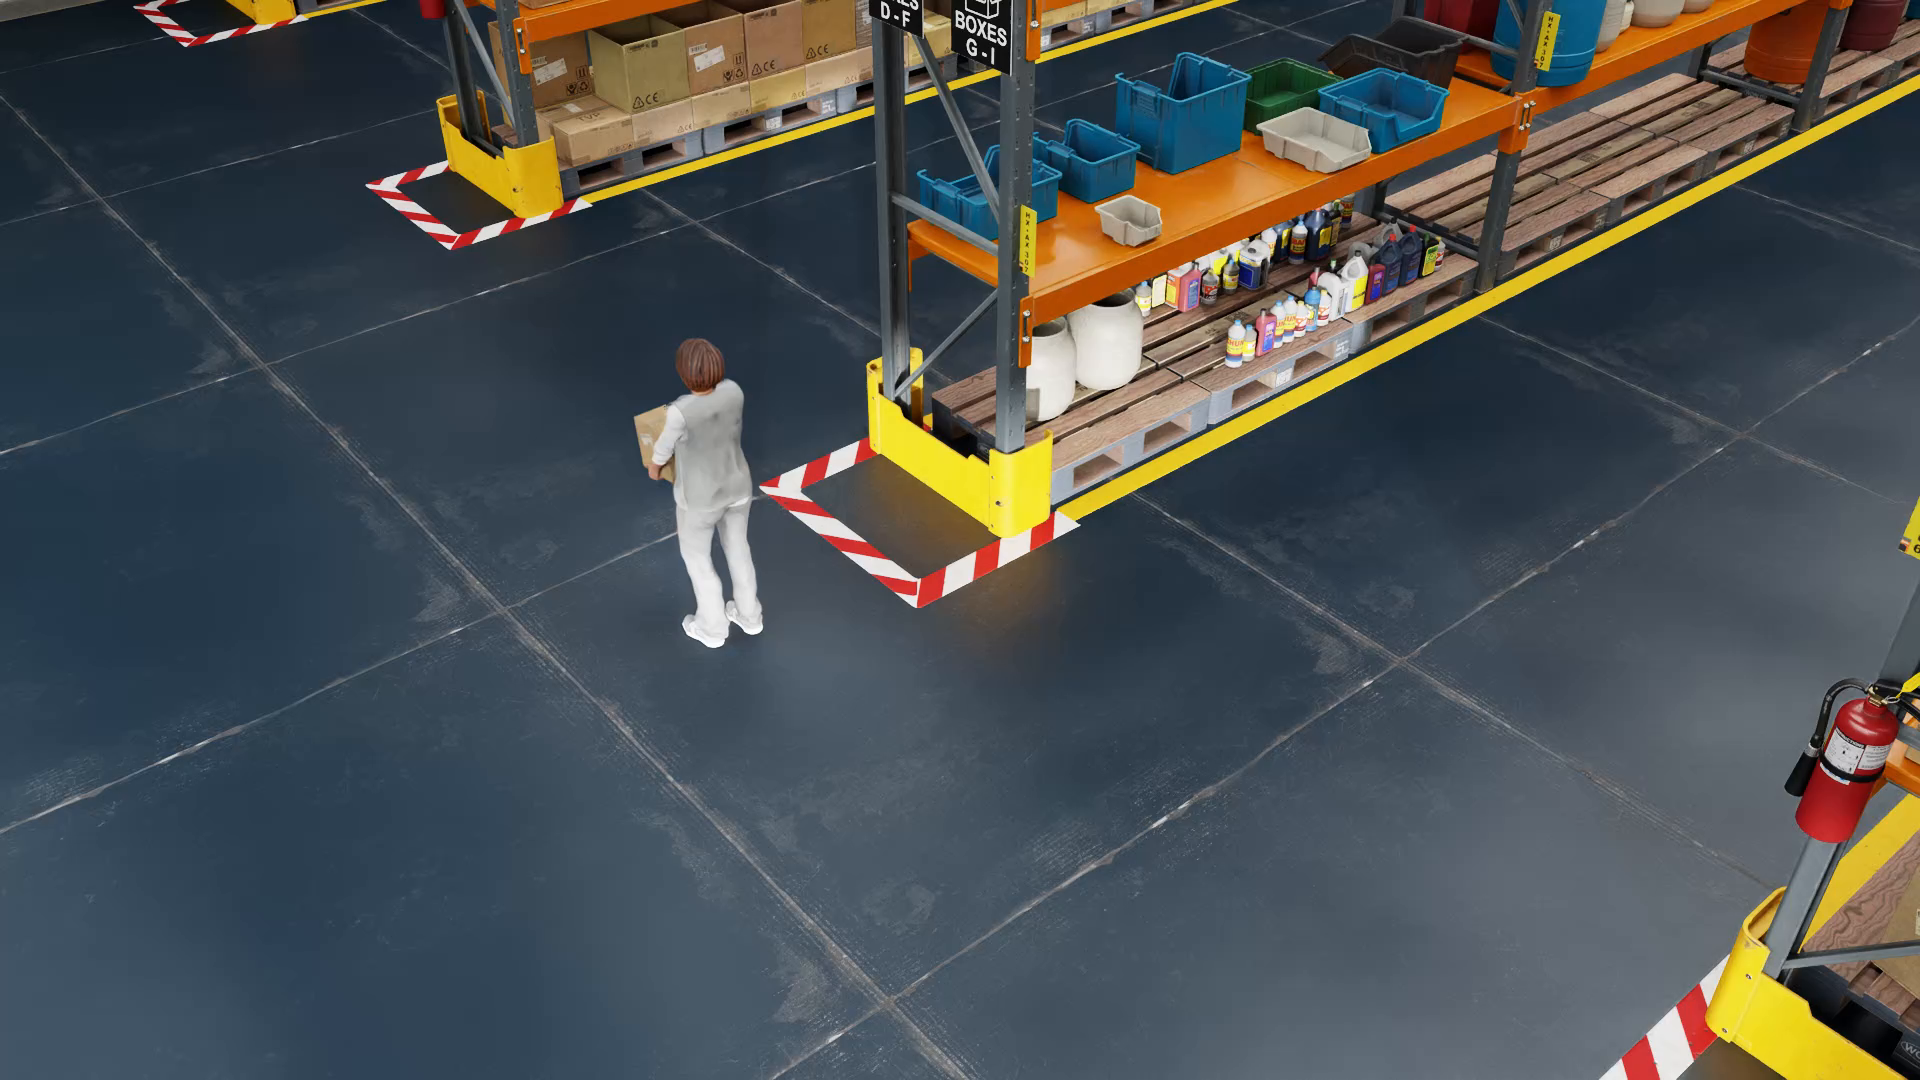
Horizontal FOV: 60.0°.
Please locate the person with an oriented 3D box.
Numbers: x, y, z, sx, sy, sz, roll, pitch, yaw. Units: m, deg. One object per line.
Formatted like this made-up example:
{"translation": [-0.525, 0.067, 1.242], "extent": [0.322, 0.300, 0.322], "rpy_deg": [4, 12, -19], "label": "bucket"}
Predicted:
{"translation": [-1.149, -0.232, 7.401], "extent": [0.383, 1.599, 0.494], "rpy_deg": [-27, 44, -31], "label": "person"}
